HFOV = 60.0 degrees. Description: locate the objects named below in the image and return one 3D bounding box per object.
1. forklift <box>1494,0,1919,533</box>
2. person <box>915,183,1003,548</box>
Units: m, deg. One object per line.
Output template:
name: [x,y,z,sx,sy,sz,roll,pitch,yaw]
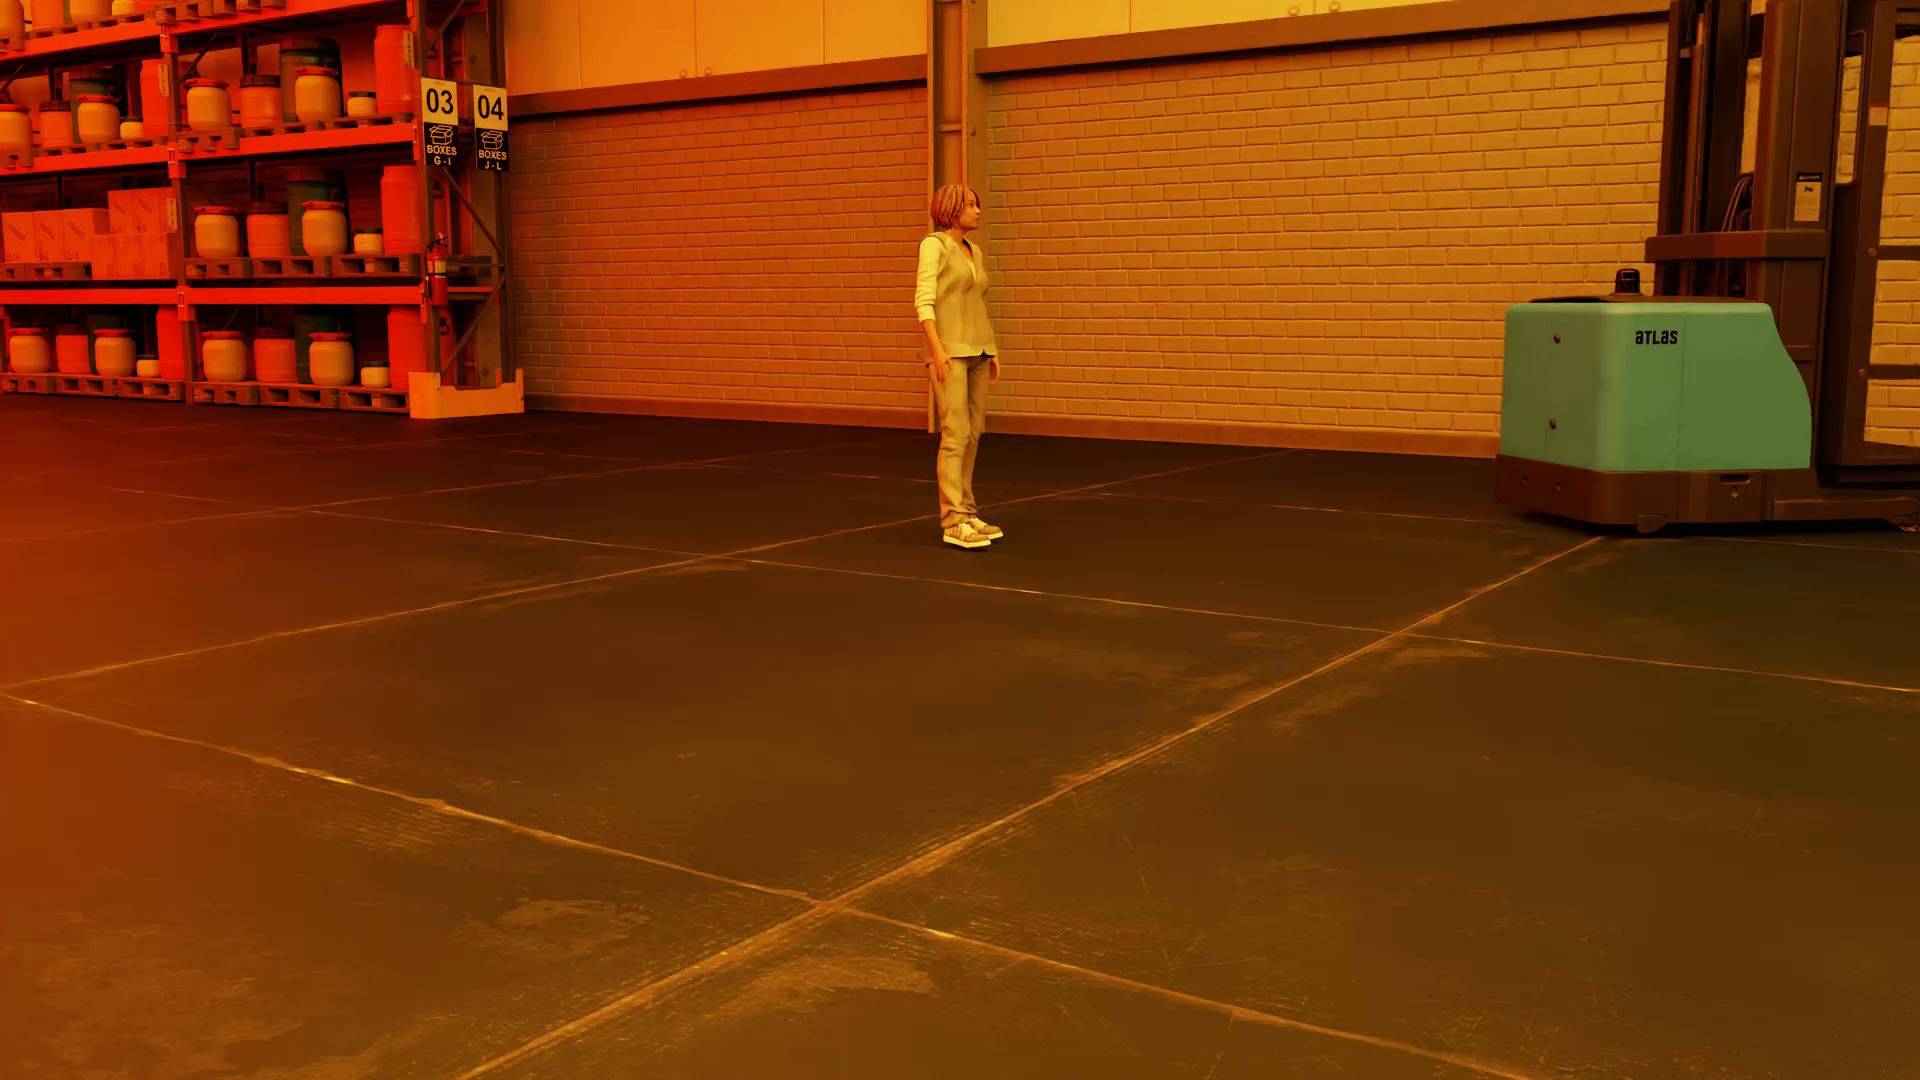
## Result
forklift: [4.302,-1.560,8.162,3.031,2.935,1.130,-2,8,-11]
person: [0.054,-0.791,7.437,0.473,1.599,0.520,5,10,34]
